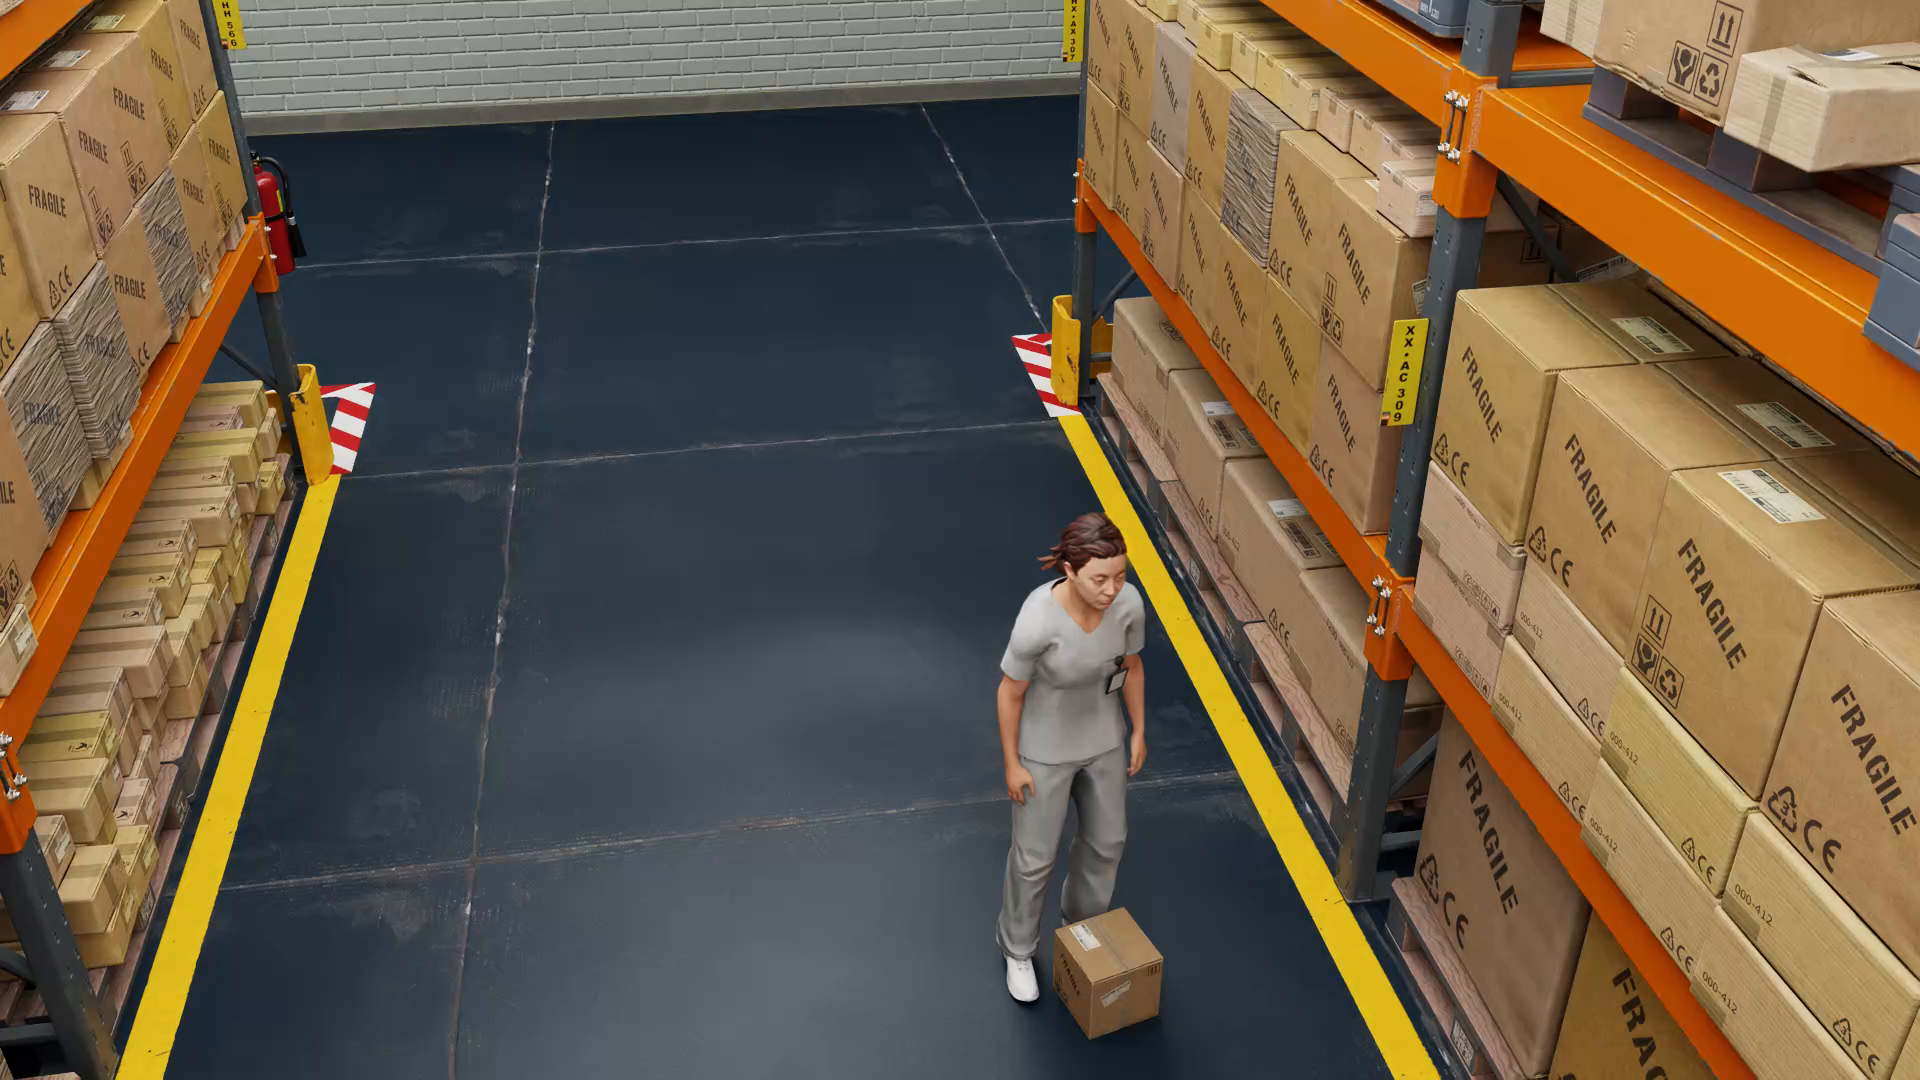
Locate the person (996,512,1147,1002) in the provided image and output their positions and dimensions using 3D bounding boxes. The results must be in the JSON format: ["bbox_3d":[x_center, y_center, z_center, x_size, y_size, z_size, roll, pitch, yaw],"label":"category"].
[{"bbox_3d":[0.344,0.640,5.059,0.489,1.673,0.358,-12,33,-20],"label":"person"}]
